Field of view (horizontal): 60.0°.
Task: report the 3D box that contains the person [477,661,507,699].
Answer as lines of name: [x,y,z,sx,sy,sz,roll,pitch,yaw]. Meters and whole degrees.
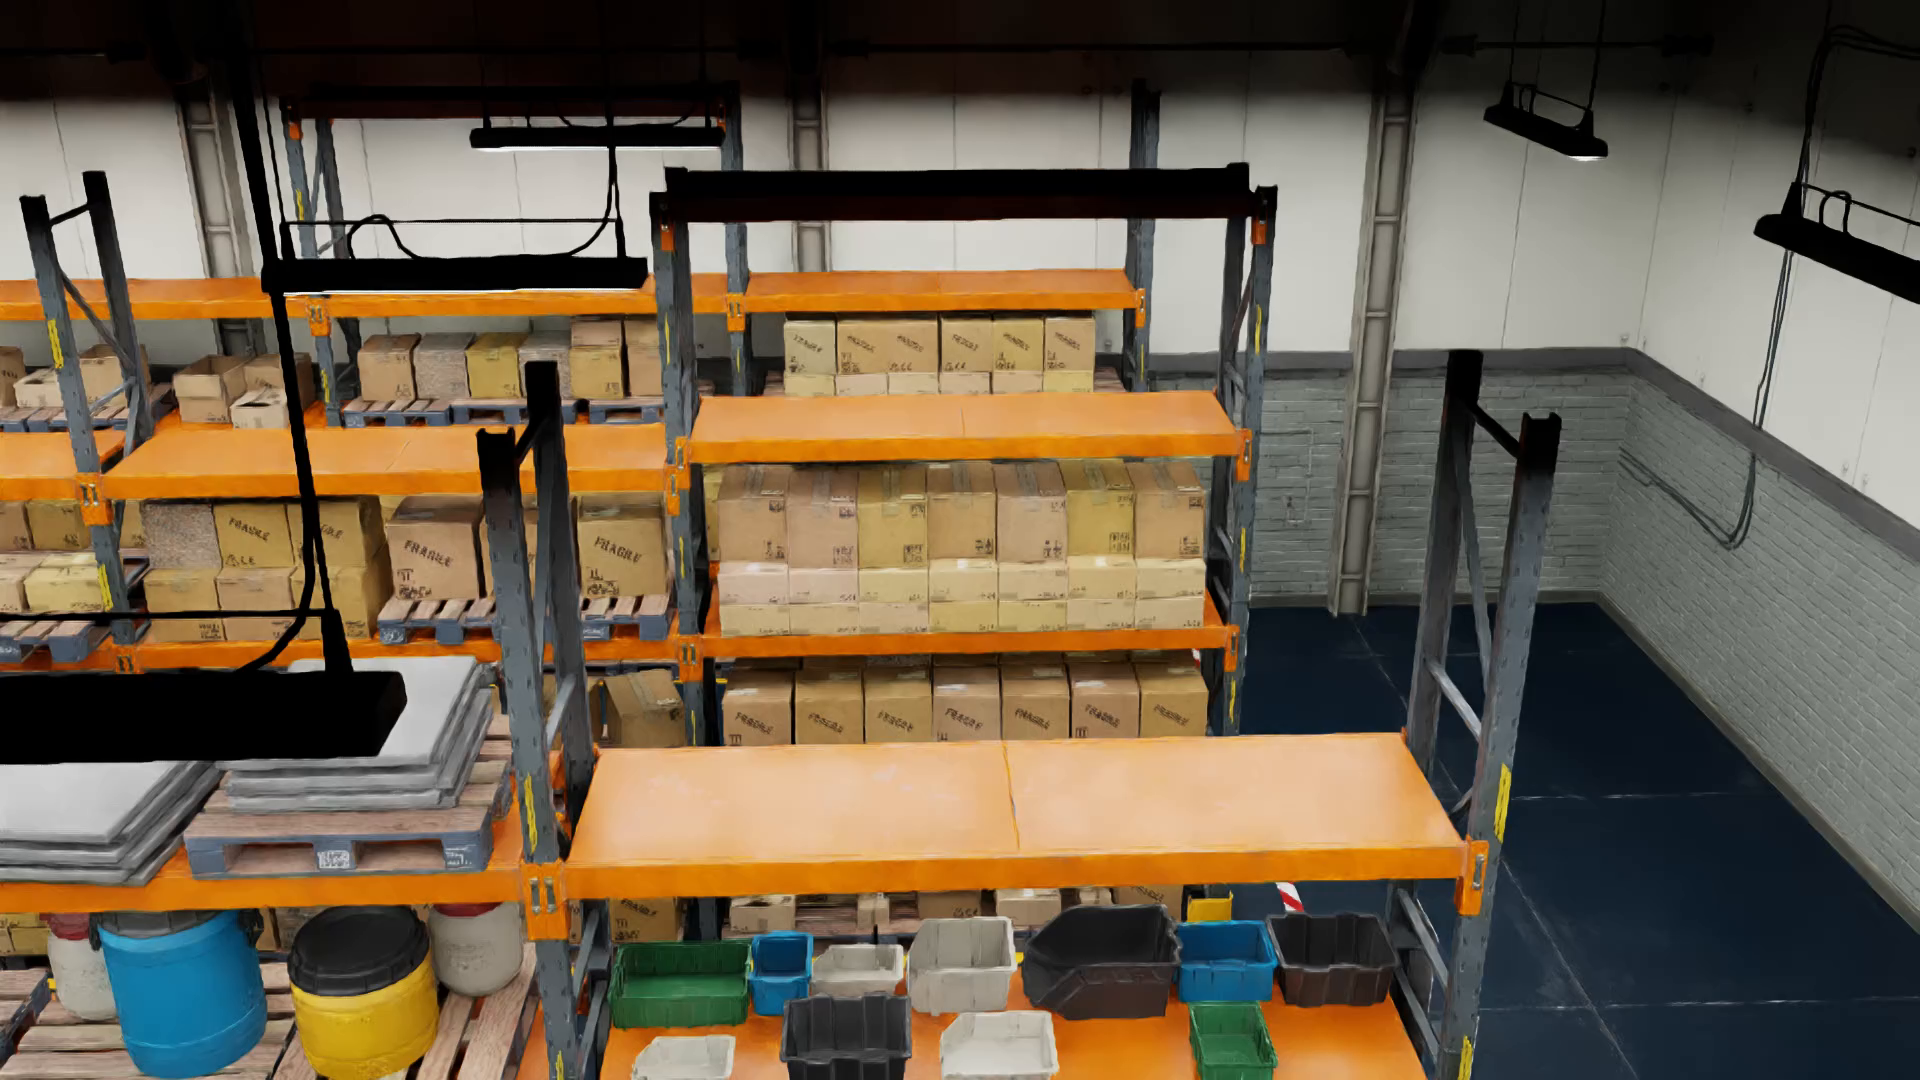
person: [-4.581,1.222,16.063,0.955,1.533,0.412,-4,22,-10]
